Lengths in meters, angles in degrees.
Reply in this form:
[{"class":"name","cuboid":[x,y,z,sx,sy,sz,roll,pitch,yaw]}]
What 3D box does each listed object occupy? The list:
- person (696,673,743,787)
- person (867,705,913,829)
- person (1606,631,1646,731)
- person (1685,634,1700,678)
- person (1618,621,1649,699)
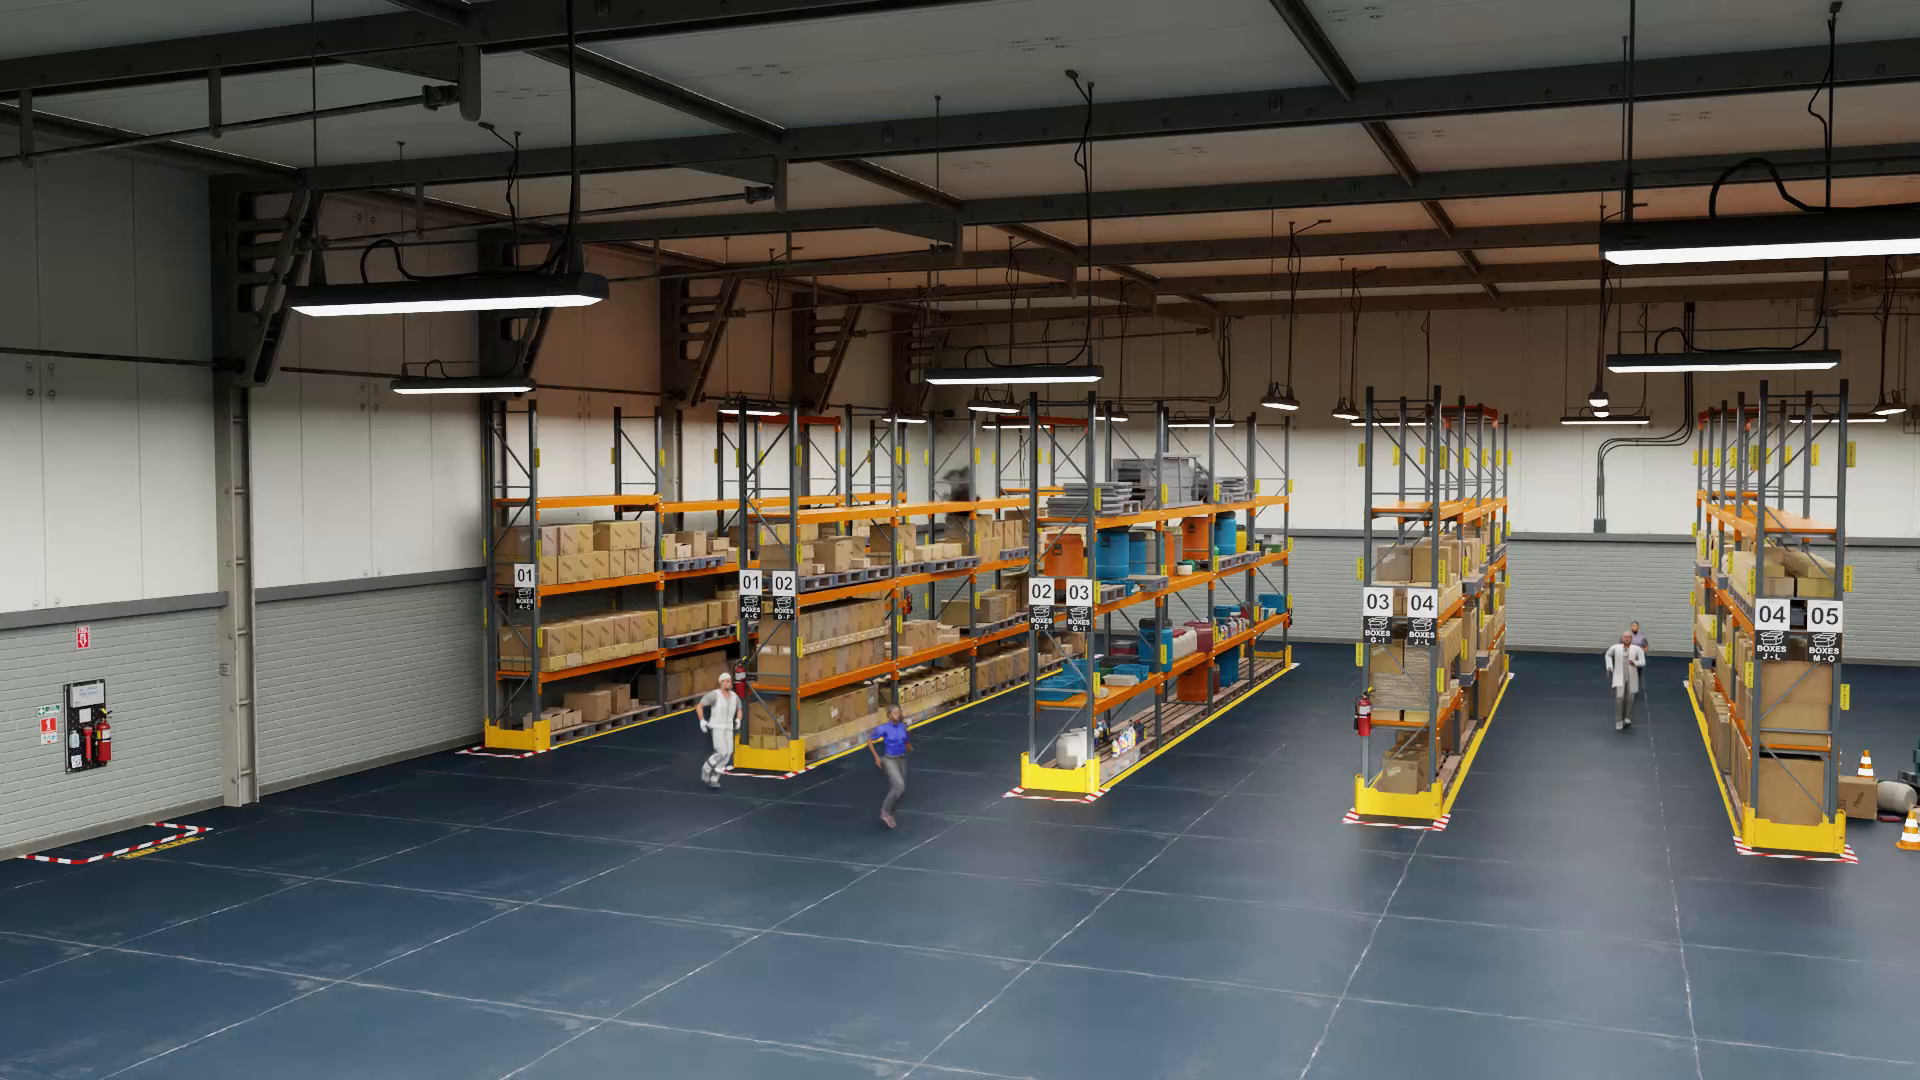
[{"class":"person","cuboid":[-3.589,2.890,25.300,0.715,1.727,0.530,-3,4,-44]},{"class":"person","cuboid":[-0.879,3.066,22.532,0.670,1.657,0.548,3,4,45]},{"class":"person","cuboid":[12.308,2.605,30.749,0.673,1.845,0.819,1,3,18]},{"class":"person","cuboid":[16.813,2.284,37.567,0.774,1.722,0.964,1,3,27]},{"class":"person","cuboid":[14.062,2.501,34.720,0.608,1.603,0.557,1,3,18]}]
